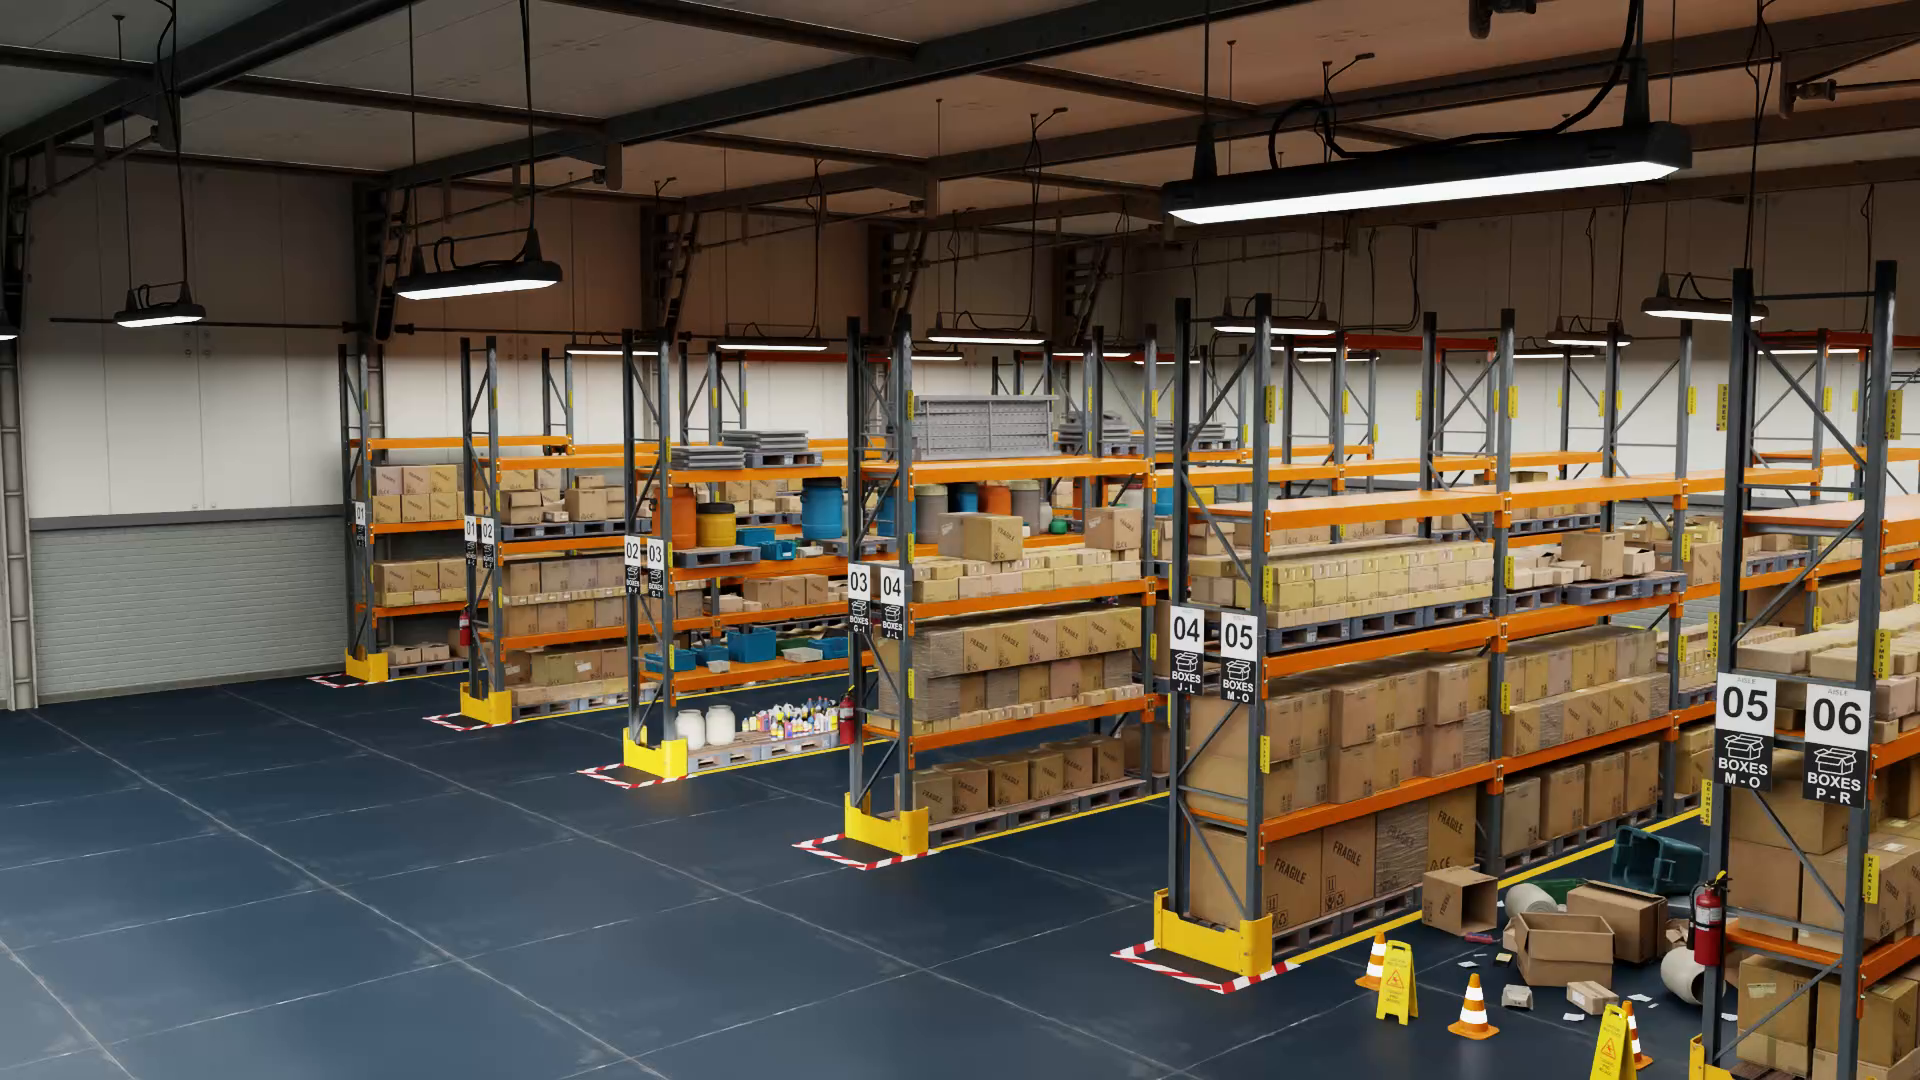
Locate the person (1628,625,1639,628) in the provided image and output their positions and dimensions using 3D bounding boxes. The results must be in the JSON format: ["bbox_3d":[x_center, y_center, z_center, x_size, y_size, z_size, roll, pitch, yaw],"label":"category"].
[{"bbox_3d":[9.812,2.136,24.085,0.847,1.808,0.574,-4,7,-39],"label":"person"}]

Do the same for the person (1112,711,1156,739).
[{"bbox_3d":[2.635,2.155,24.650,0.982,1.647,0.416,-5,7,-42],"label":"person"}]
